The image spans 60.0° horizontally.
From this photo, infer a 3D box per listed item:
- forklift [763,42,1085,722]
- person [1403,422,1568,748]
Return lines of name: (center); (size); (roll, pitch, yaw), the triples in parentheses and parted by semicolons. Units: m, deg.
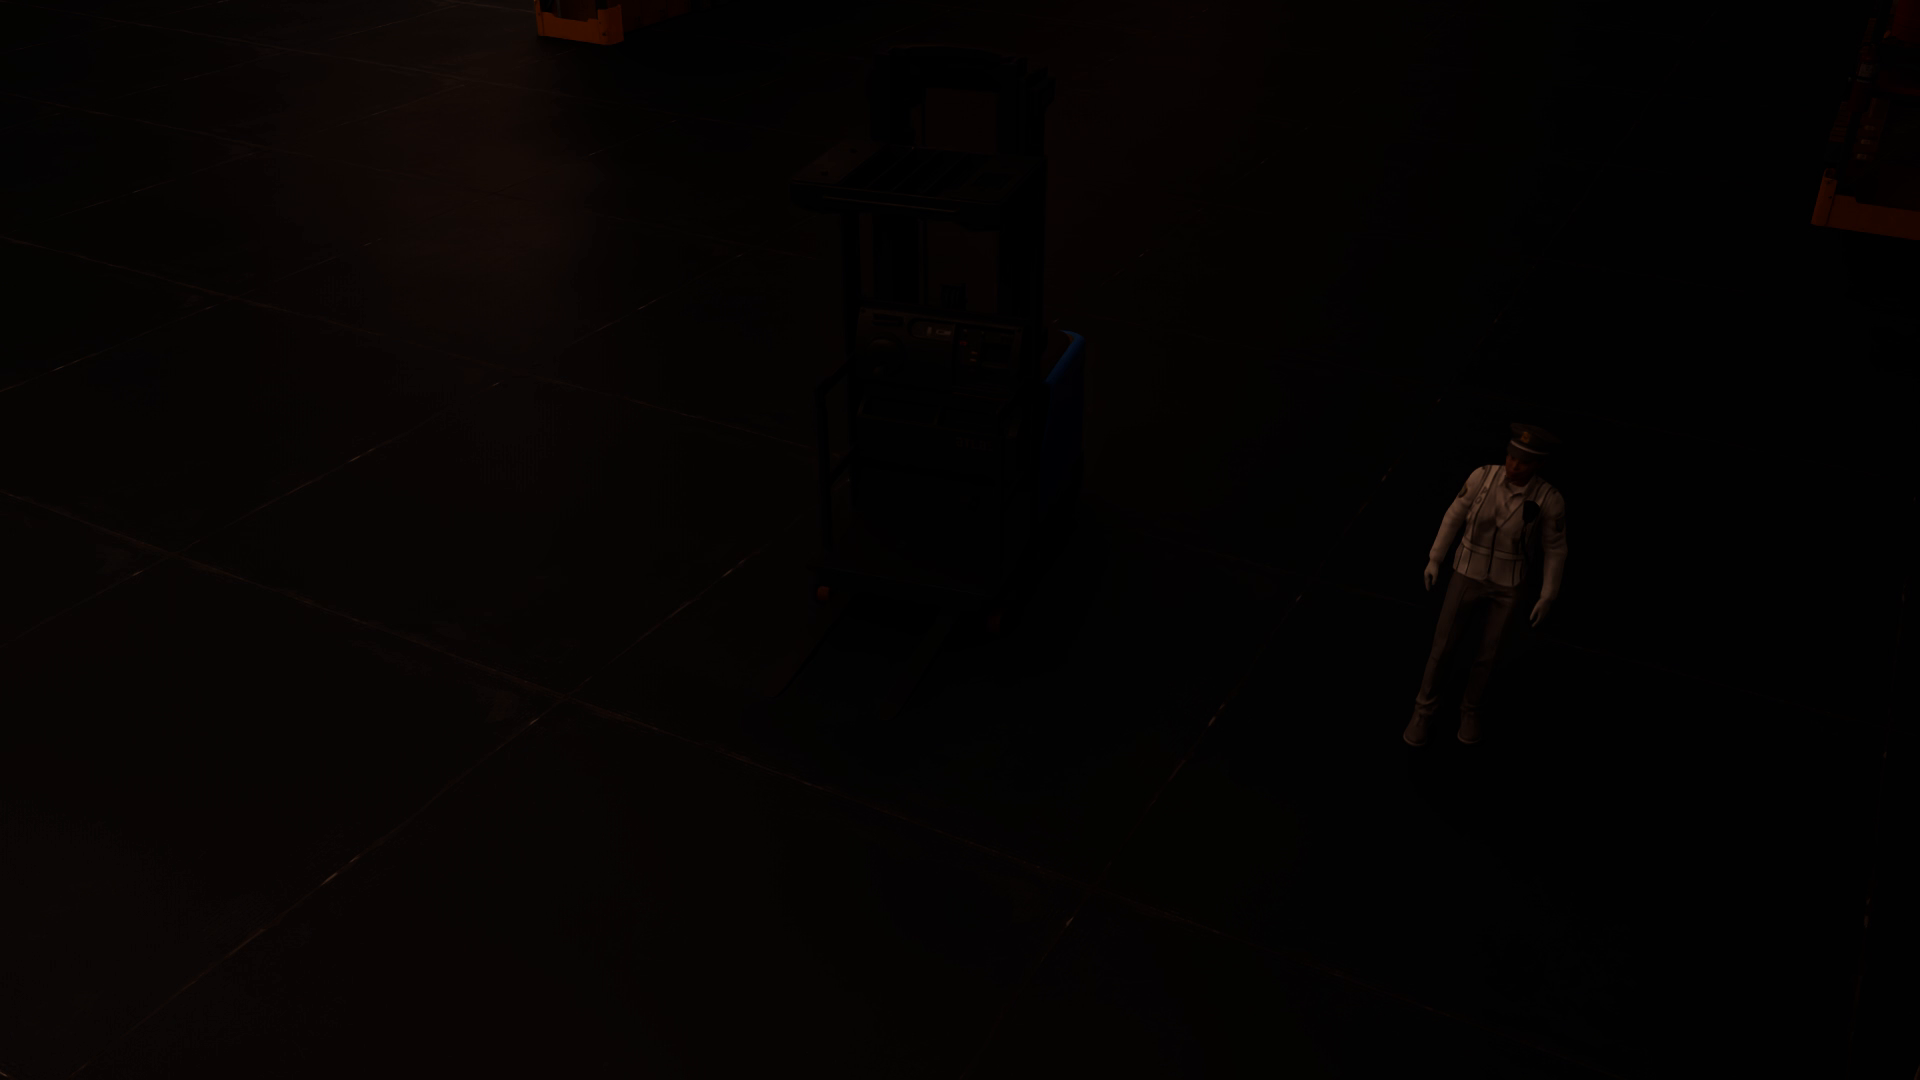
forklift: (-0.180, -0.970, 8.752); (1.130, 2.935, 3.031); (9, 31, 16)
person: (2.508, 0.237, 7.904); (0.619, 1.691, 0.487); (14, 33, 23)
